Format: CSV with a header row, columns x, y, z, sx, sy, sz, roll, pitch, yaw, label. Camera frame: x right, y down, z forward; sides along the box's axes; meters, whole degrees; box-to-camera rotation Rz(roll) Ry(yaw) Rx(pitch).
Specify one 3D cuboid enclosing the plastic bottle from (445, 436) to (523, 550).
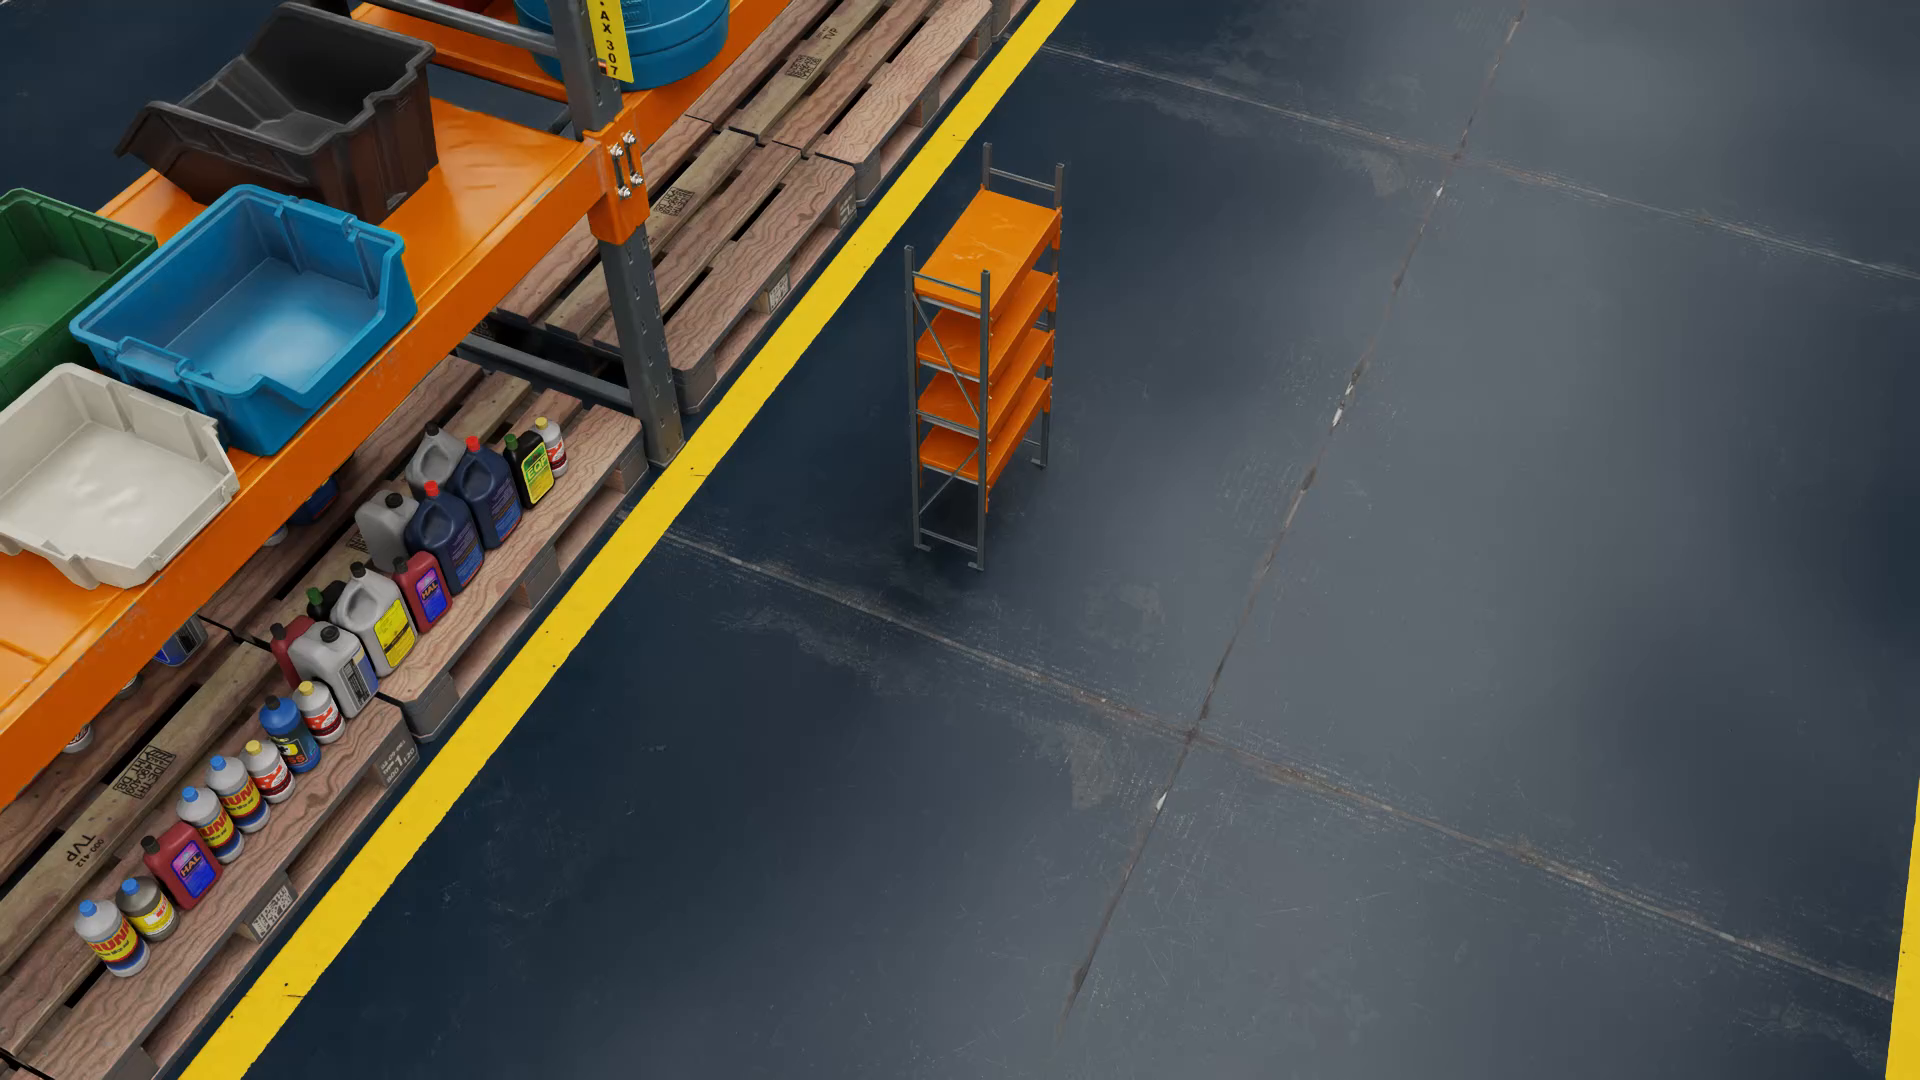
x,y,z,sx,sy,sz,roll,pitch,yaw,label
-1.402,-0.154,4.862,0.144,0.351,0.185,19,52,15,plastic bottle

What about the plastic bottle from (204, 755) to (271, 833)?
x,y,z,sx,sy,sz,roll,pitch,yaw,label
-1.850,0.636,4.241,0.097,0.271,0.097,0,50,0,plastic bottle

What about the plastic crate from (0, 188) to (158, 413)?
x,y,z,sx,sy,sz,roll,pitch,yaw,label
-2.222,-0.496,3.842,0.450,0.188,0.662,20,52,16,plastic crate

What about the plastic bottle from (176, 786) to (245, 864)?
x,y,z,sx,sy,sz,roll,pitch,yaw,label
-1.893,0.705,4.183,0.097,0.271,0.097,0,50,0,plastic bottle

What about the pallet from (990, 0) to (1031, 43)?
x,y,z,sx,sy,sz,roll,pitch,yaw,label
-0.044,-2.737,7.441,1.003,0.211,1.213,20,52,16,pallet

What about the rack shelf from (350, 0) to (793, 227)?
x,y,z,sx,sy,sz,roll,pitch,yaw,label
-0.533,-2.552,5.924,1.077,0.370,4.000,20,52,16,rack shelf

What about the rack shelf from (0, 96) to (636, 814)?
x,y,z,sx,sy,sz,roll,pitch,yaw,label
-2.241,0.203,3.580,1.077,0.370,4.000,20,52,16,rack shelf

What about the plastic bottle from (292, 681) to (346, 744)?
x,y,z,sx,sy,sz,roll,pitch,yaw,label
-1.720,0.449,4.447,0.097,0.201,0.097,0,50,0,plastic bottle

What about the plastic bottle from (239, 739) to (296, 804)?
x,y,z,sx,sy,sz,roll,pitch,yaw,label
-1.808,0.591,4.326,0.097,0.201,0.097,0,50,0,plastic bottle

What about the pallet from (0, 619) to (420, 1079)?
x,y,z,sx,sy,sz,roll,pitch,yaw,label
-2.232,0.788,4.441,1.003,0.211,1.213,20,52,16,pallet

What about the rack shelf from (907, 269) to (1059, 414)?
x,y,z,sx,sy,sz,roll,pitch,yaw,label
0.071,-0.604,4.771,0.258,0.148,0.480,20,52,16,rack shelf

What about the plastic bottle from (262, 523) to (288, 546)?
x,y,z,sx,sy,sz,roll,pitch,yaw,label
-2.060,-0.106,4.873,0.097,0.271,0.097,0,50,0,plastic bottle

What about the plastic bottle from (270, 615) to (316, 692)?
x,y,z,sx,sy,sz,roll,pitch,yaw,label
-1.791,0.298,4.521,0.061,0.283,0.133,20,52,16,plastic bottle

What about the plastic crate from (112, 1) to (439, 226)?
x,y,z,sx,sy,sz,roll,pitch,yaw,label
-1.726,-1.068,4.230,0.767,0.338,0.504,20,52,16,plastic crate

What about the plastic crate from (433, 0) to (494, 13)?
x,y,z,sx,sy,sz,roll,pitch,yaw,label
-1.457,-1.861,4.822,0.402,0.464,0.583,20,52,16,plastic crate

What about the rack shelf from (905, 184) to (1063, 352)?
x,y,z,sx,sy,sz,roll,pitch,yaw,label
0.071,-0.757,4.591,0.258,0.148,0.480,20,52,16,rack shelf

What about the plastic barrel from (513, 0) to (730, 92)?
x,y,z,sx,sy,sz,roll,pitch,yaw,label
-0.948,-1.737,4.430,0.600,0.901,0.708,20,52,16,plastic barrel

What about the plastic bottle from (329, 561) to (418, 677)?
x,y,z,sx,sy,sz,roll,pitch,yaw,label
-1.622,0.200,4.561,0.144,0.351,0.185,19,52,16,plastic bottle

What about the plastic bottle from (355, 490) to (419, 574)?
x,y,z,sx,sy,sz,roll,pitch,yaw,label
-1.628,-0.029,4.805,0.152,0.276,0.135,20,52,16,plastic bottle

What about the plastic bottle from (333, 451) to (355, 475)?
x,y,z,sx,sy,sz,roll,pitch,yaw,label
-1.936,-0.327,5.054,0.061,0.283,0.133,20,52,16,plastic bottle

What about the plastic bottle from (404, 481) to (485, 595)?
x,y,z,sx,sy,sz,roll,pitch,yaw,label
-1.484,-0.022,4.750,0.144,0.351,0.185,17,52,14,plastic bottle

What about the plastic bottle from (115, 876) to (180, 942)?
x,y,z,sx,sy,sz,roll,pitch,yaw,label
-1.995,0.893,4.069,0.097,0.201,0.097,0,50,0,plastic bottle

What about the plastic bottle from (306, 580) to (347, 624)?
x,y,z,sx,sy,sz,roll,pitch,yaw,label
-1.725,0.206,4.600,0.061,0.283,0.133,20,52,16,plastic bottle

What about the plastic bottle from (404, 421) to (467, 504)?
x,y,z,sx,sy,sz,roll,pitch,yaw,label
-1.532,-0.201,4.902,0.144,0.351,0.185,20,52,16,plastic bottle

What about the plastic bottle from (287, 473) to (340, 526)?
x,y,z,sx,sy,sz,roll,pitch,yaw,label
-1.977,-0.224,4.921,0.144,0.351,0.185,20,52,16,plastic bottle

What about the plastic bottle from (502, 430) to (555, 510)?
x,y,z,sx,sy,sz,roll,pitch,yaw,label
-1.294,-0.231,4.972,0.061,0.283,0.133,22,53,18,plastic bottle

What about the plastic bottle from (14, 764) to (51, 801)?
x,y,z,sx,sy,sz,roll,pitch,yaw,label
-2.479,0.547,4.310,0.061,0.283,0.133,20,52,16,plastic bottle

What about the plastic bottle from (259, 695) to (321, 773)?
x,y,z,sx,sy,sz,roll,pitch,yaw,label
-1.764,0.497,4.360,0.097,0.271,0.097,0,50,0,plastic bottle

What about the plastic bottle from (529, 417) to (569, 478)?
x,y,z,sx,sy,sz,roll,pitch,yaw,label
-1.260,-0.292,5.077,0.097,0.201,0.097,0,50,0,plastic bottle

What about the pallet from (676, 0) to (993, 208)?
x,y,z,sx,sy,sz,roll,pitch,yaw,label
-0.567,-1.900,6.728,1.003,0.211,1.213,20,52,16,pallet

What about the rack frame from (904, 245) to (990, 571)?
x,y,z,sx,sy,sz,roll,pitch,yaw,label
-0.034,-0.335,4.747,0.240,1.200,0.015,20,52,16,rack frame

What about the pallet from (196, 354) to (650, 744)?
x,y,z,sx,sy,sz,roll,pitch,yaw,label
-1.712,-0.055,5.158,1.003,0.211,1.213,20,52,16,pallet

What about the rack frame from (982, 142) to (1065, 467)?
x,y,z,sx,sy,sz,roll,pitch,yaw,label
0.175,-0.671,5.033,0.240,1.200,0.015,20,52,16,rack frame

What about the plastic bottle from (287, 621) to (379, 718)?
x,y,z,sx,sy,sz,roll,pitch,yaw,label
-1.695,0.335,4.495,0.152,0.276,0.135,21,53,17,plastic bottle

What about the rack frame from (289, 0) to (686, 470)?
x,y,z,sx,sy,sz,roll,pitch,yaw,label
-1.387,-1.408,4.478,1.000,3.000,0.127,20,52,16,rack frame

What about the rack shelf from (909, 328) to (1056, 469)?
x,y,z,sx,sy,sz,roll,pitch,yaw,label
0.071,-0.459,4.941,0.258,0.148,0.480,20,52,16,rack shelf

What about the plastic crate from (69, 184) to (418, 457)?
x,y,z,sx,sy,sz,roll,pitch,yaw,label
-1.614,-0.509,3.811,0.499,0.251,0.616,20,52,16,plastic crate

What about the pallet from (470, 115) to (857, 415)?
x,y,z,sx,sy,sz,roll,pitch,yaw,label
-1.087,-1.057,6.011,1.003,0.211,1.213,20,52,16,pallet

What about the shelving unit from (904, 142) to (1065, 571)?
x,y,z,sx,sy,sz,roll,pitch,yaw,label
0.071,-0.503,4.890,0.258,1.200,0.503,20,52,16,shelving unit

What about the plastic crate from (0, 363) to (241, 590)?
x,y,z,sx,sy,sz,roll,pitch,yaw,label
-1.852,-0.122,3.557,0.530,0.136,0.437,20,52,16,plastic crate

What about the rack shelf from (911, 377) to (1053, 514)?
x,y,z,sx,sy,sz,roll,pitch,yaw,label
0.071,-0.331,5.092,0.258,0.148,0.480,20,52,16,rack shelf

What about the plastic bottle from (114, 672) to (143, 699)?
x,y,z,sx,sy,sz,roll,pitch,yaw,label
-2.321,0.337,4.542,0.097,0.201,0.097,0,50,0,plastic bottle

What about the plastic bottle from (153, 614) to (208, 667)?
x,y,z,sx,sy,sz,roll,pitch,yaw,label
-2.225,0.207,4.604,0.152,0.276,0.135,20,52,16,plastic bottle

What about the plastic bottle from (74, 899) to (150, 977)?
x,y,z,sx,sy,sz,roll,pitch,yaw,label
-2.040,0.941,3.982,0.097,0.271,0.097,0,50,0,plastic bottle

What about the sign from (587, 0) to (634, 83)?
x,y,z,sx,sy,sz,roll,pitch,yaw,label
-0.894,-1.311,4.214,0.100,0.325,0.005,20,52,16,sign

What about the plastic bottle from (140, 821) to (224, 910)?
x,y,z,sx,sy,sz,roll,pitch,yaw,label
-1.926,0.788,4.105,0.061,0.283,0.133,21,53,17,plastic bottle

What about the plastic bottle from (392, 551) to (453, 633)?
x,y,z,sx,sy,sz,roll,pitch,yaw,label
-1.515,0.125,4.669,0.061,0.283,0.133,23,53,18,plastic bottle

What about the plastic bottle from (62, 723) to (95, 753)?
x,y,z,sx,sy,sz,roll,pitch,yaw,label
-2.395,0.471,4.428,0.097,0.201,0.097,0,50,0,plastic bottle
